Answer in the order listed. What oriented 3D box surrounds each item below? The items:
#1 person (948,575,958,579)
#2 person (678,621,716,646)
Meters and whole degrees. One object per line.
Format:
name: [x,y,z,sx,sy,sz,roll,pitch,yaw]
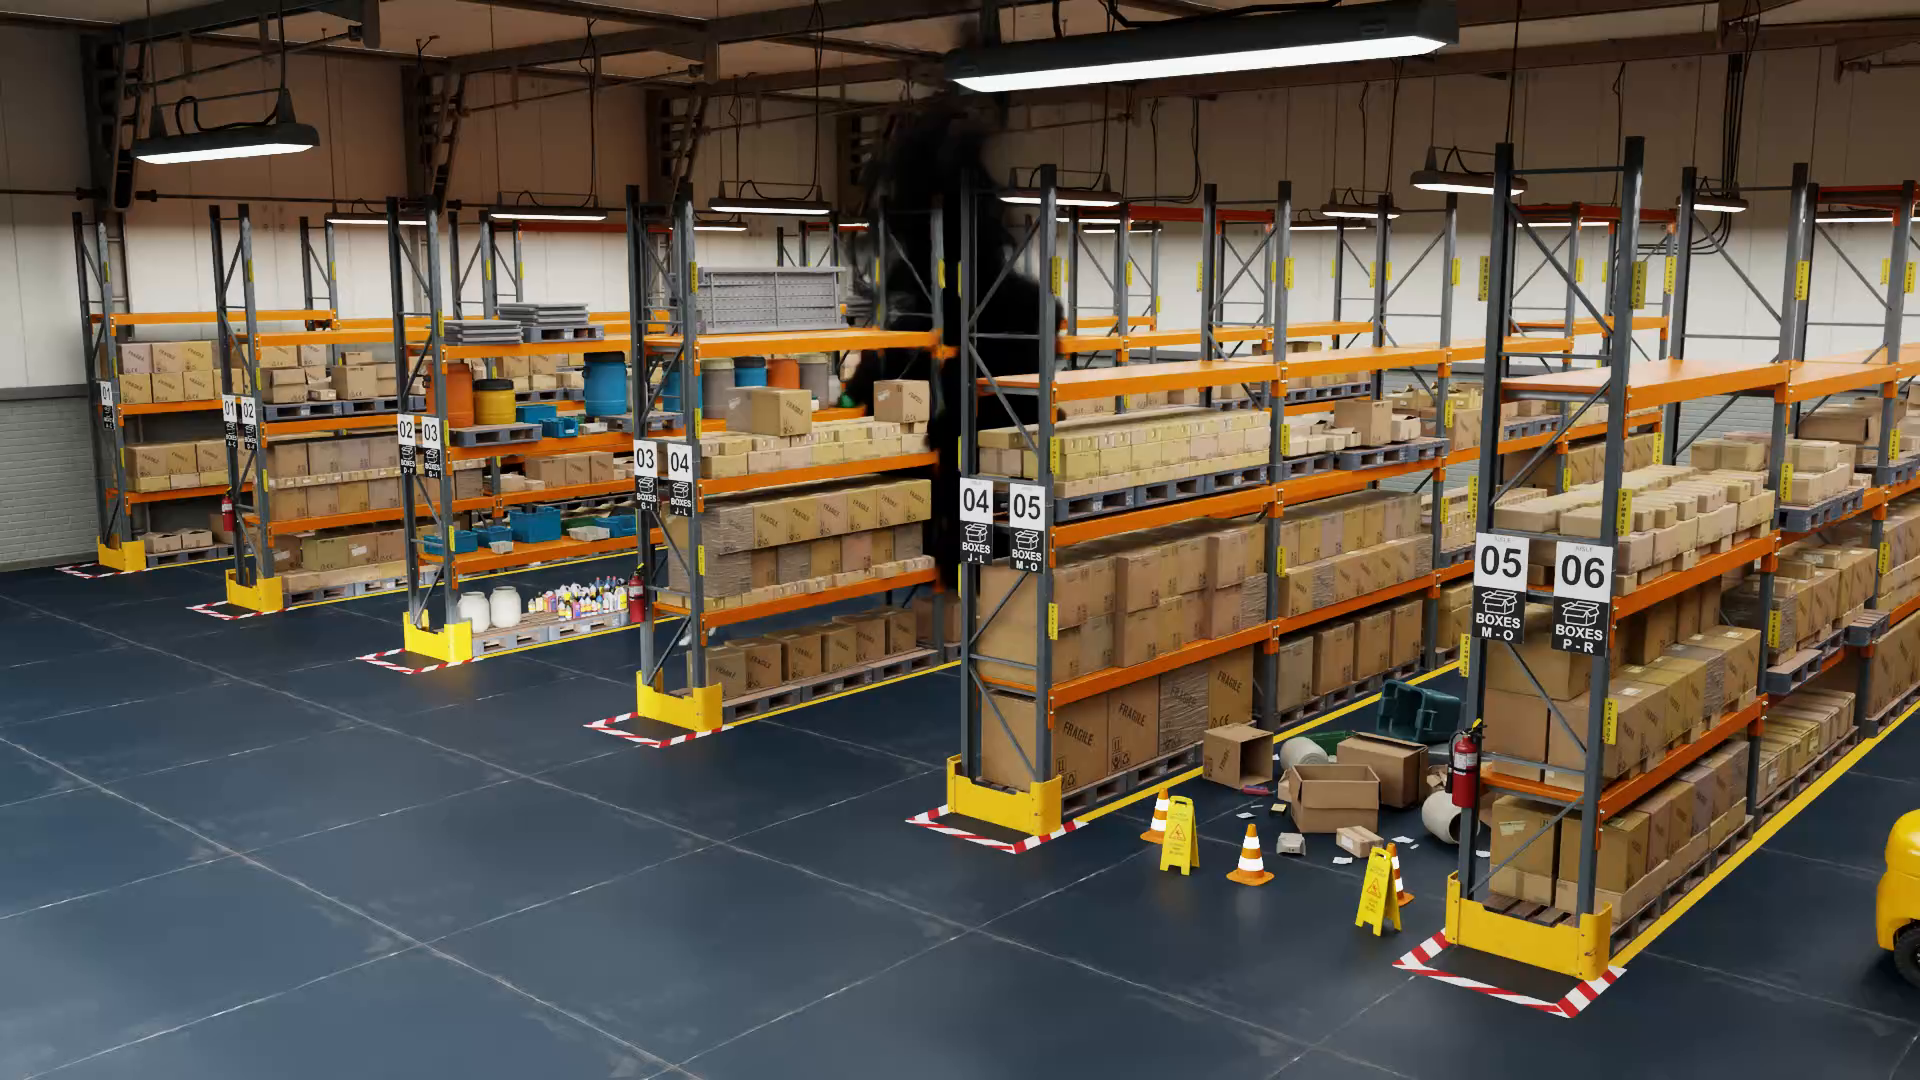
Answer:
person: [-0.127,-0.245,25.750,0.638,1.750,0.538,7,12,36]
person: [-3.391,0.477,21.531,0.568,1.668,0.856,6,11,30]
